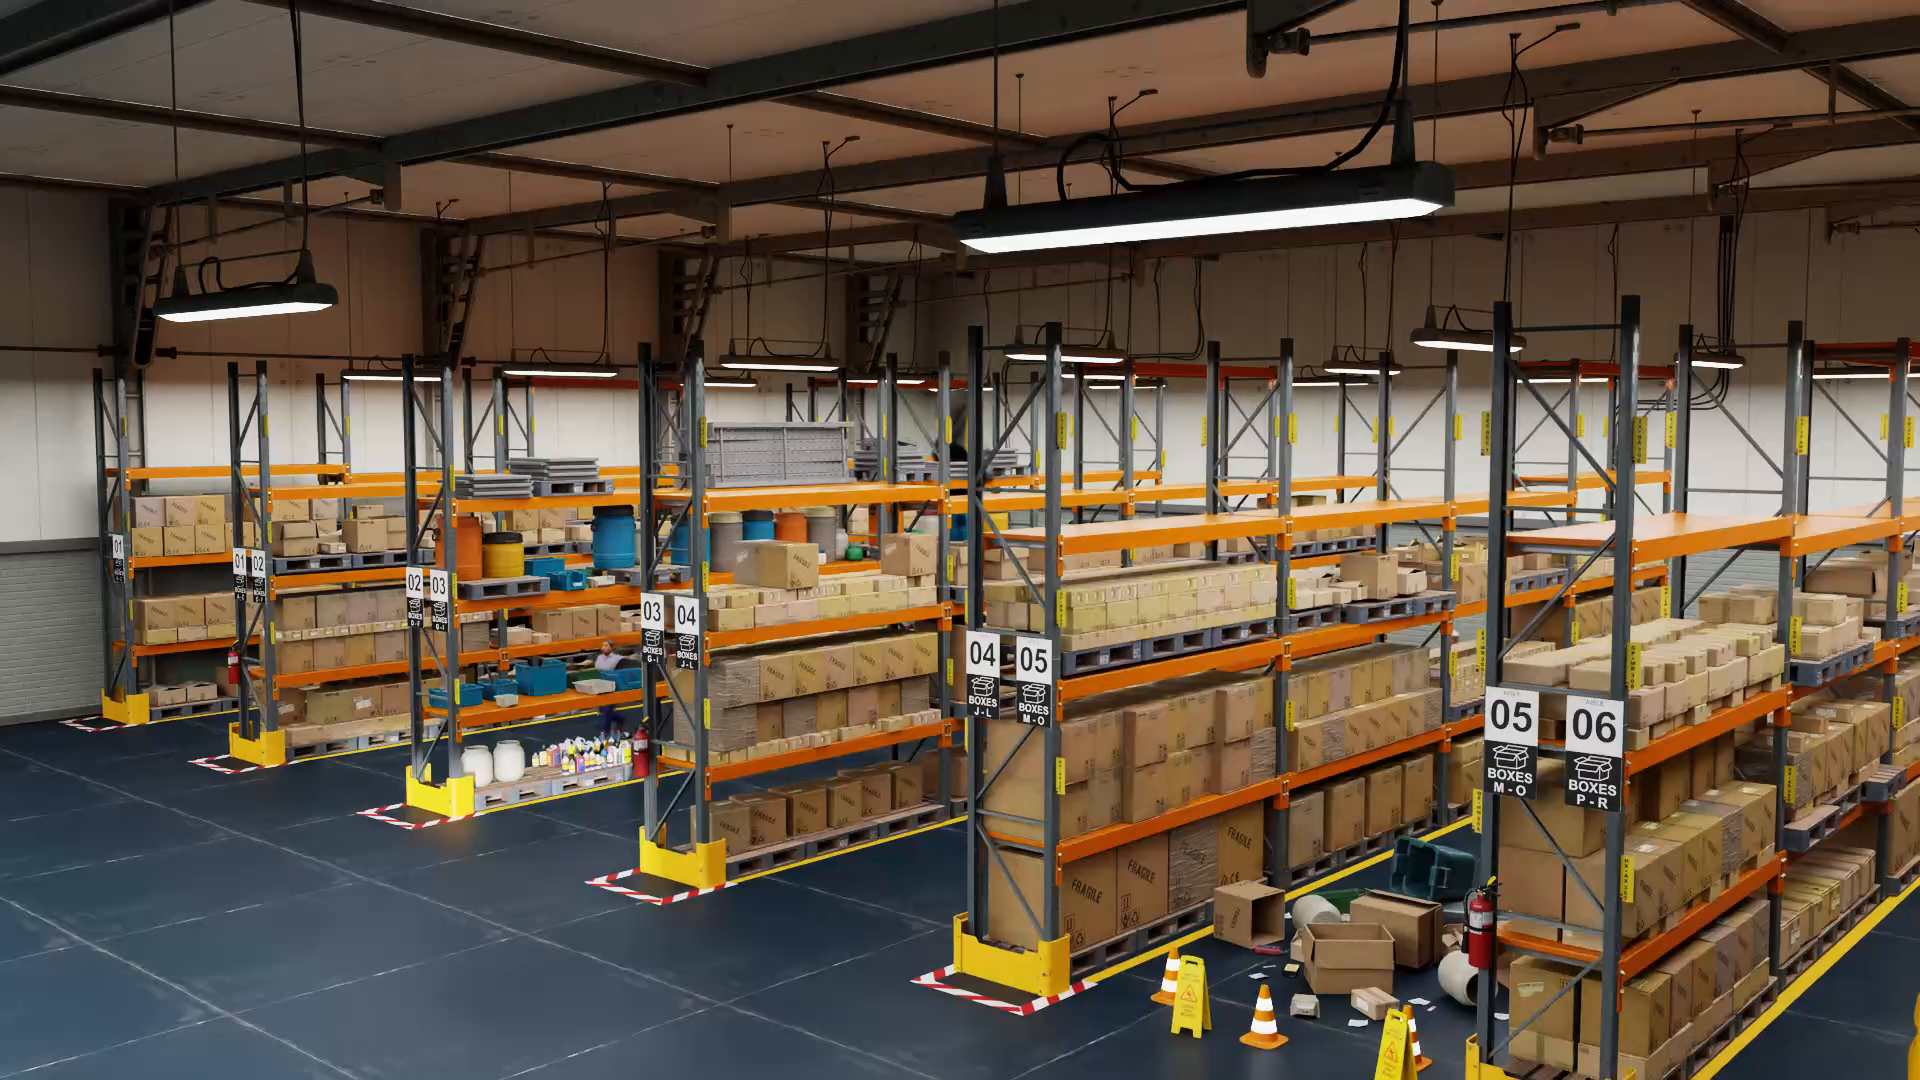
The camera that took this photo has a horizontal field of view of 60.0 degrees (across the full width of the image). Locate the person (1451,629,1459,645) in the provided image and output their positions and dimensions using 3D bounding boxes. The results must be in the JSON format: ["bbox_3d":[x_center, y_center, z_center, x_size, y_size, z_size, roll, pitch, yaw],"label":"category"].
[{"bbox_3d":[7.914,2.328,26.566,0.616,1.846,0.846,4,6,42],"label":"person"}]

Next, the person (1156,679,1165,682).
[{"bbox_3d":[2.765,2.716,22.502,0.692,1.644,0.894,3,5,38],"label":"person"}]

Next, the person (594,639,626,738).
[{"bbox_3d":[-5.583,2.397,26.468,0.608,1.644,0.903,2,5,26],"label":"person"}]
